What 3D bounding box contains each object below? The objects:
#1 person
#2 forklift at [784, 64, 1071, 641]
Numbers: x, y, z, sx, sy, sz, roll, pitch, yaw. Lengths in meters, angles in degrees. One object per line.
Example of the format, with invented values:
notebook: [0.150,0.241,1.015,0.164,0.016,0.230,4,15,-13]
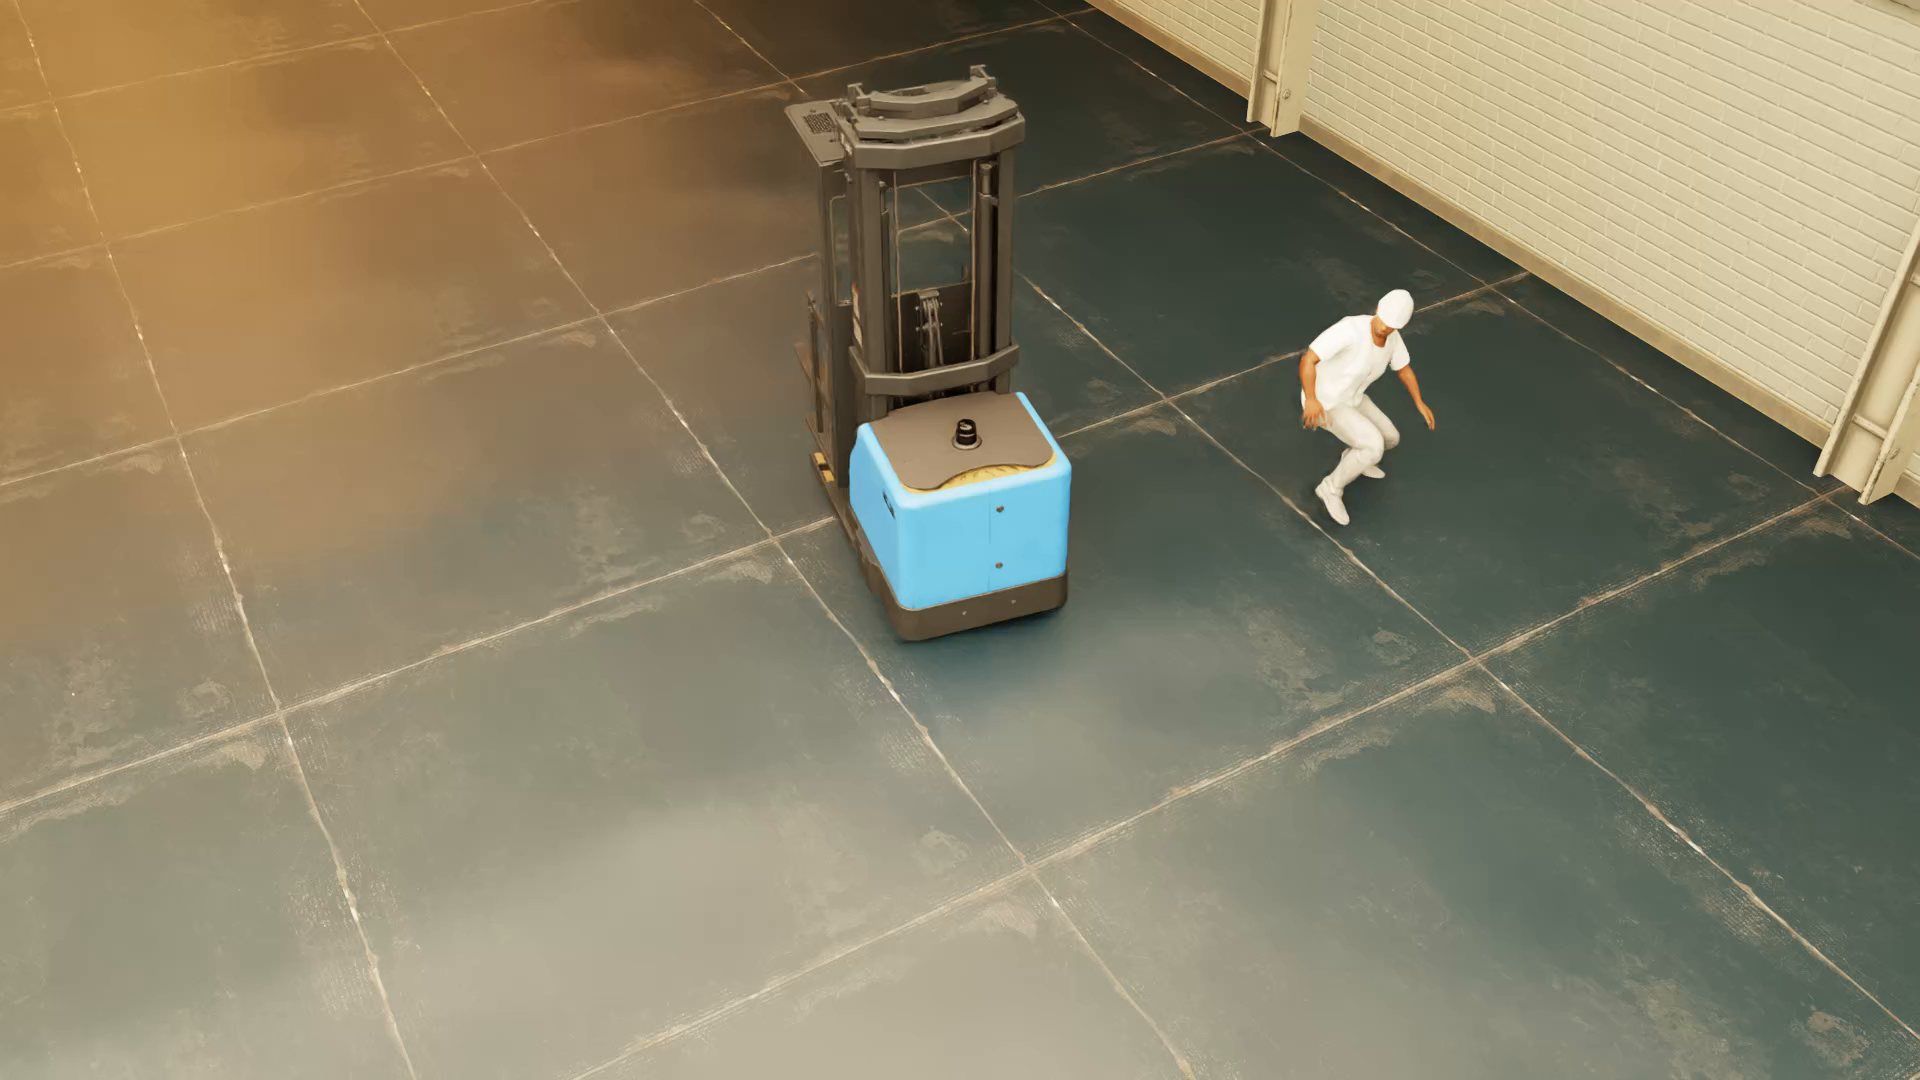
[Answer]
person: [2.471,-0.840,10.207,0.682,1.521,0.835,31,49,32]
forklift: [-0.339,-1.496,9.840,1.130,2.935,3.031,-13,41,-15]
